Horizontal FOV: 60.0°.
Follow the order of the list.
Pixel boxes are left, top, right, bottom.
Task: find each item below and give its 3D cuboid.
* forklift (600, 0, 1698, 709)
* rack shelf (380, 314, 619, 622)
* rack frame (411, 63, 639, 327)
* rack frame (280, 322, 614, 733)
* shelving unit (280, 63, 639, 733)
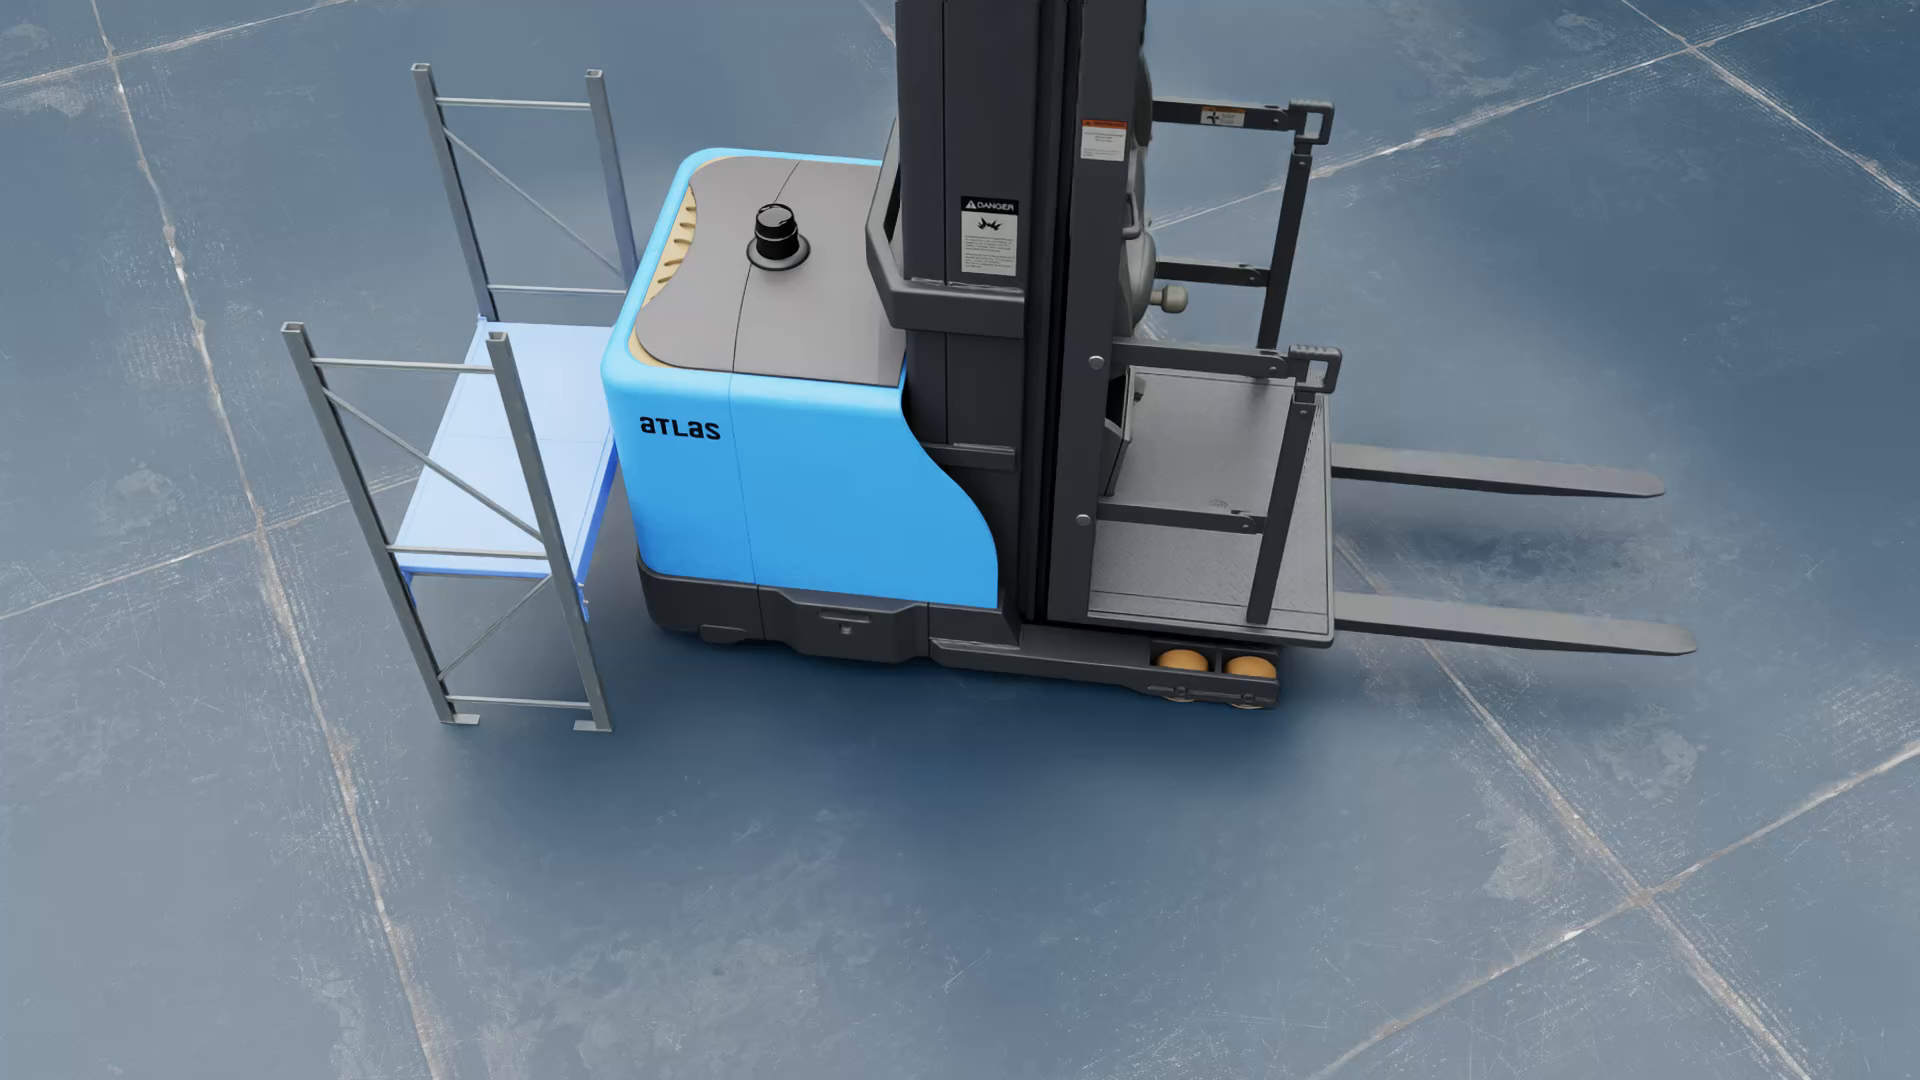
[{"bbox_3d":[0.620,-0.903,4.093,3.031,2.935,1.130,6,49,5],"label":"forklift"},{"bbox_3d":[-1.213,-0.229,4.693,0.538,0.185,1.000,3,49,2],"label":"rack shelf"},{"bbox_3d":[-1.180,-0.729,4.891,0.500,1.500,0.032,3,49,2],"label":"rack frame"},{"bbox_3d":[-1.246,0.035,4.223,0.500,1.500,0.032,3,49,2],"label":"rack frame"},{"bbox_3d":[-1.213,-0.347,4.557,0.538,1.500,1.048,3,49,2],"label":"shelving unit"}]
